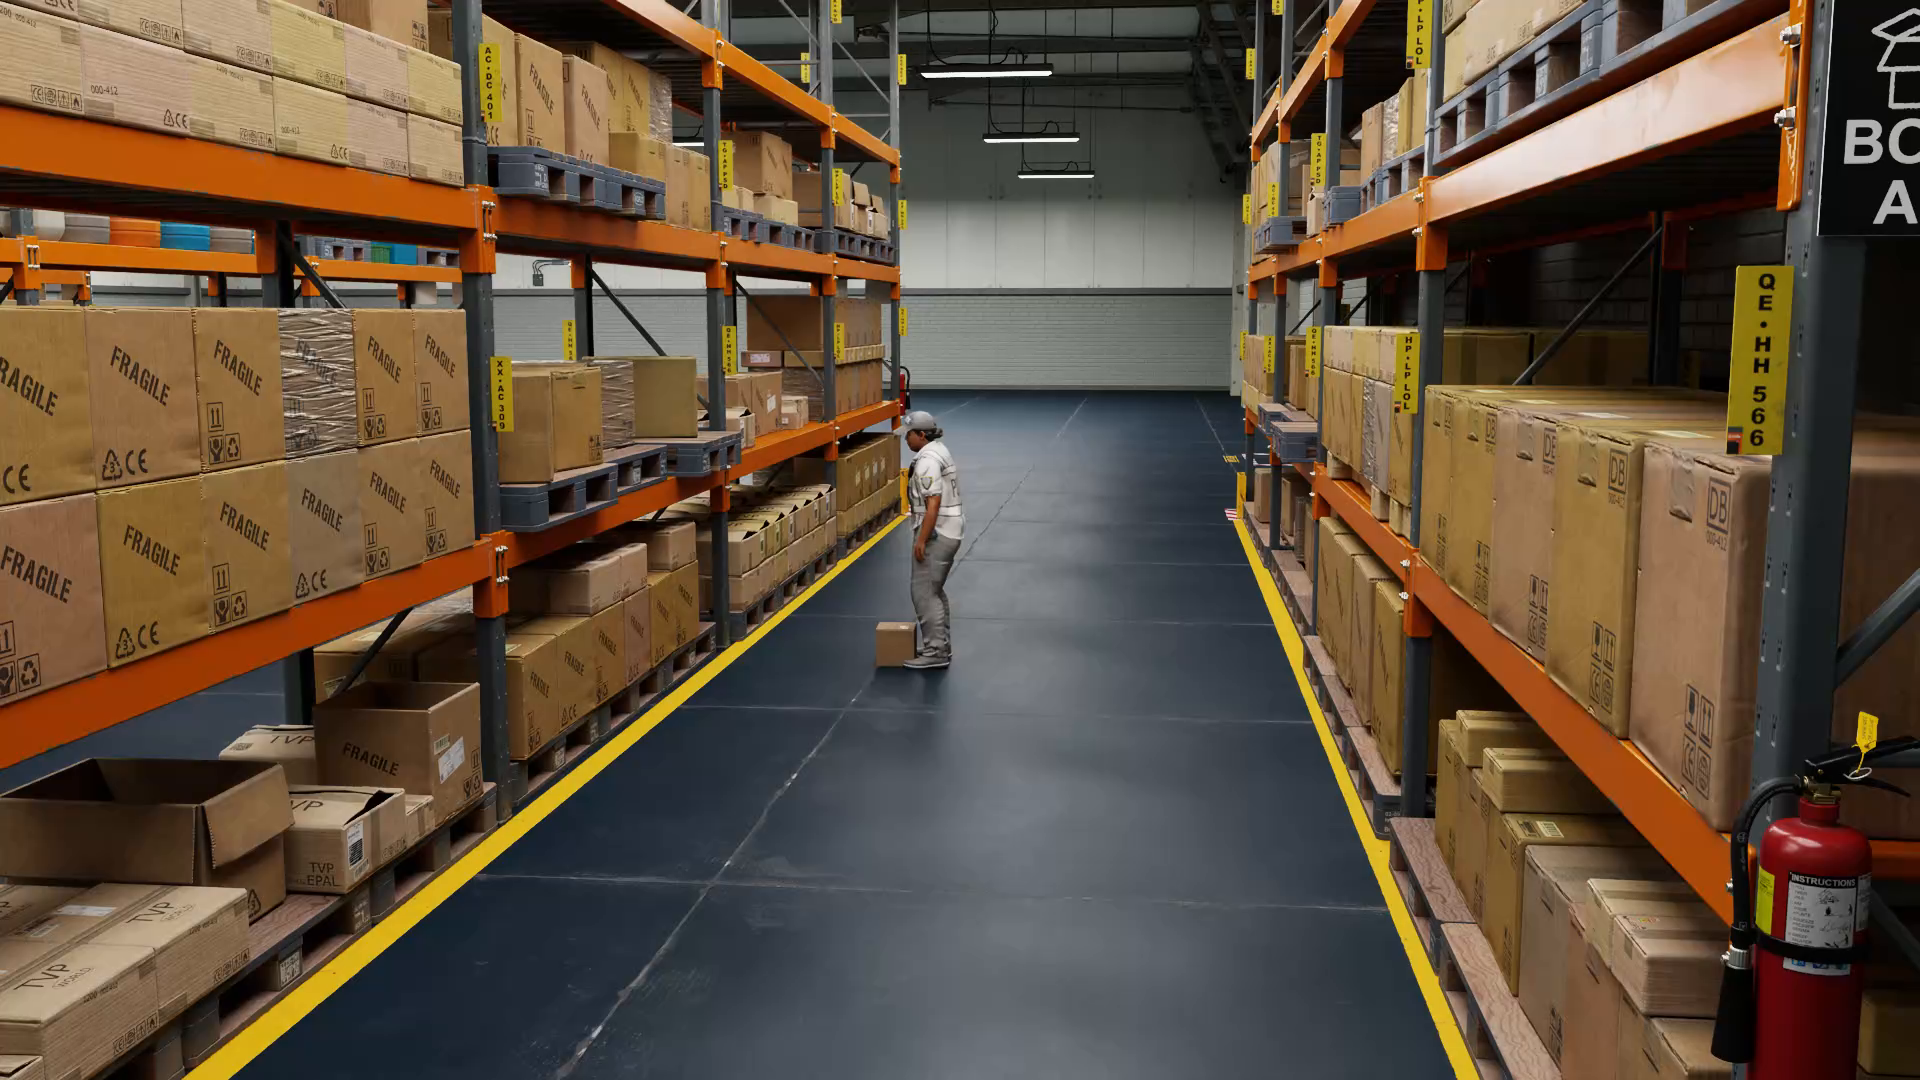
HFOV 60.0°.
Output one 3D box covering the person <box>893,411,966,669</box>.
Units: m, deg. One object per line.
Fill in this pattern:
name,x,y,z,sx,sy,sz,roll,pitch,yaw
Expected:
person,-0.199,-0.012,10.860,0.465,1.667,0.539,1,8,7
